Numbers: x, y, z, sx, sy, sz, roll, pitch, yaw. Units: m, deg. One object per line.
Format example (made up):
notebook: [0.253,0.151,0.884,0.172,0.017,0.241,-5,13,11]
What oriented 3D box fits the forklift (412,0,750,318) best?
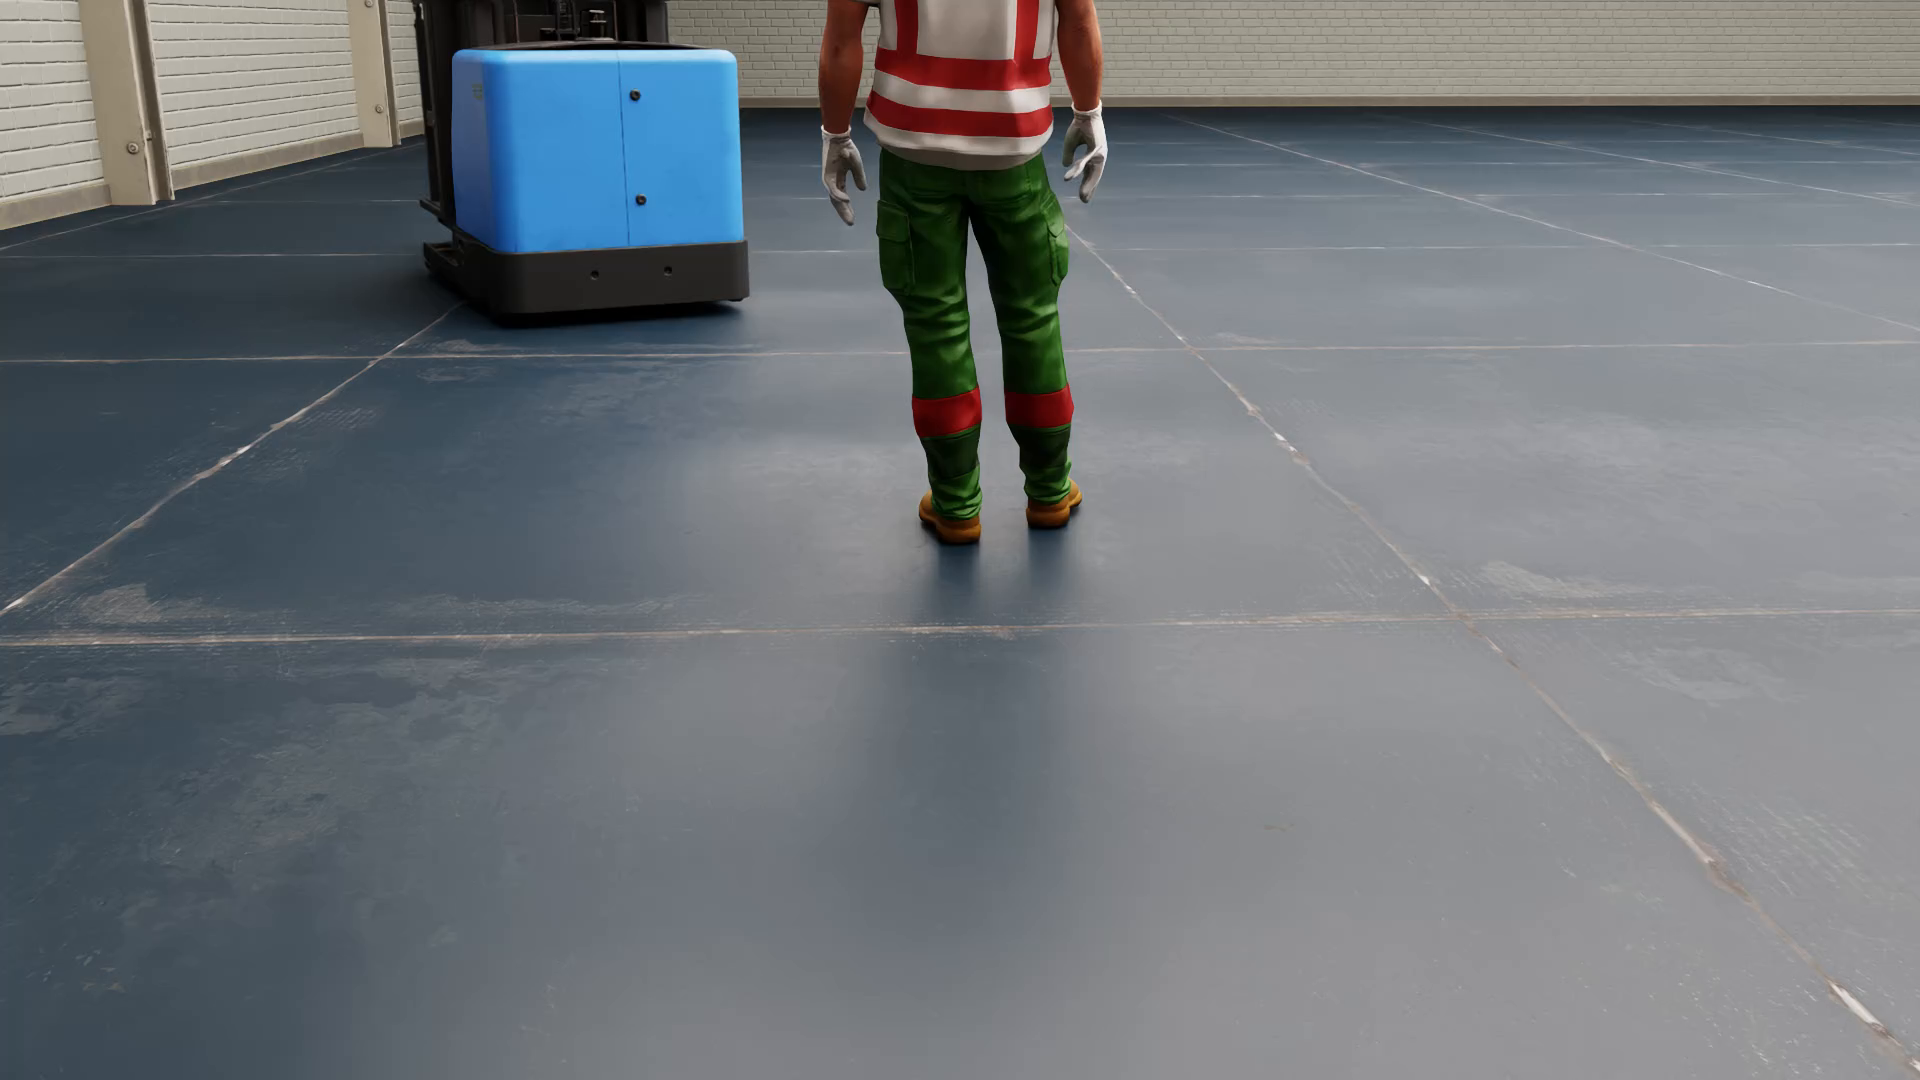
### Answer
forklift: [-1.977,-2.687,7.690,1.130,2.935,3.031,-8,19,-24]

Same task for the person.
person: [0.008,-0.886,3.731,0.637,1.787,0.564,-1,17,-3]
